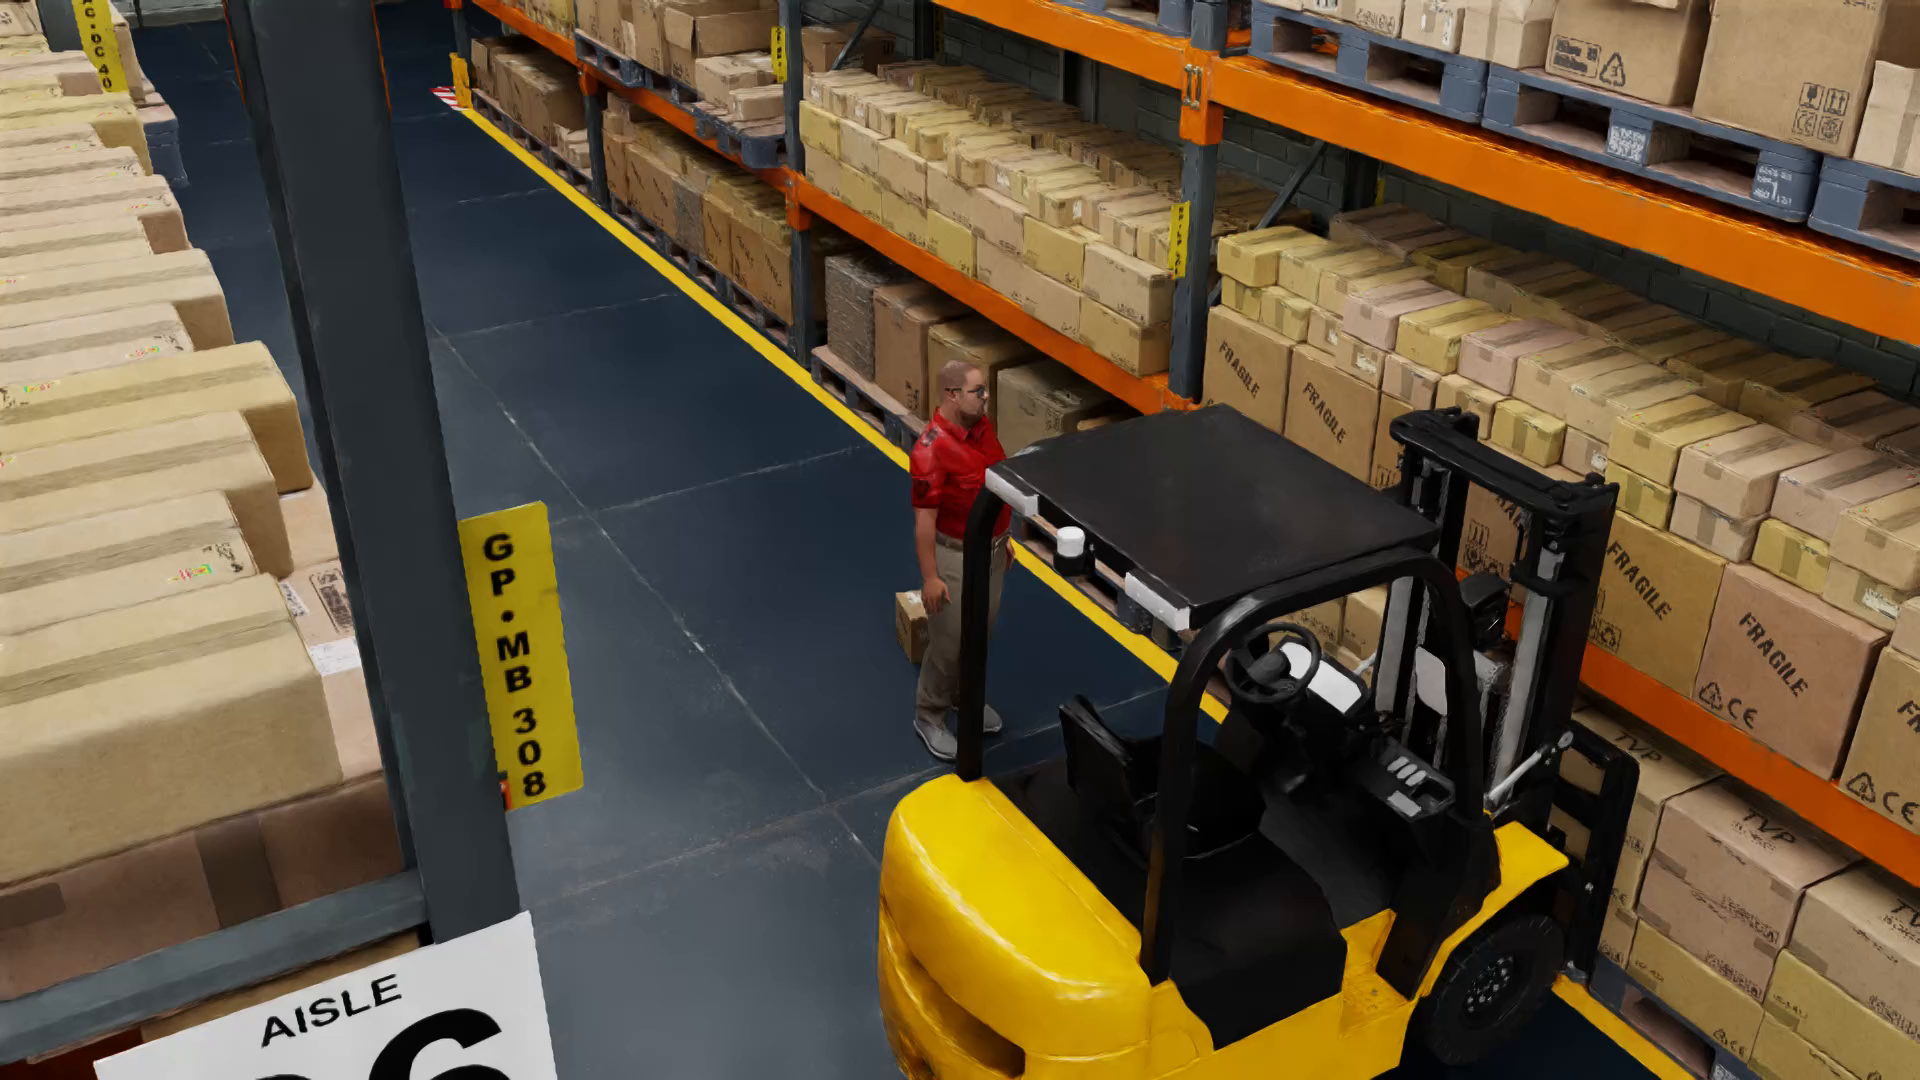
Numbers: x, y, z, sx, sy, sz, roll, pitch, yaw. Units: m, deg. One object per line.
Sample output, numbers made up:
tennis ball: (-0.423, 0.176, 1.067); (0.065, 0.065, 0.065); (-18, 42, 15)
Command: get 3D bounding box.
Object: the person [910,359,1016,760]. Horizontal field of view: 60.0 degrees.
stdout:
person: (0.027, 0.069, 7.009); (0.364, 1.725, 0.571); (17, 33, 28)
